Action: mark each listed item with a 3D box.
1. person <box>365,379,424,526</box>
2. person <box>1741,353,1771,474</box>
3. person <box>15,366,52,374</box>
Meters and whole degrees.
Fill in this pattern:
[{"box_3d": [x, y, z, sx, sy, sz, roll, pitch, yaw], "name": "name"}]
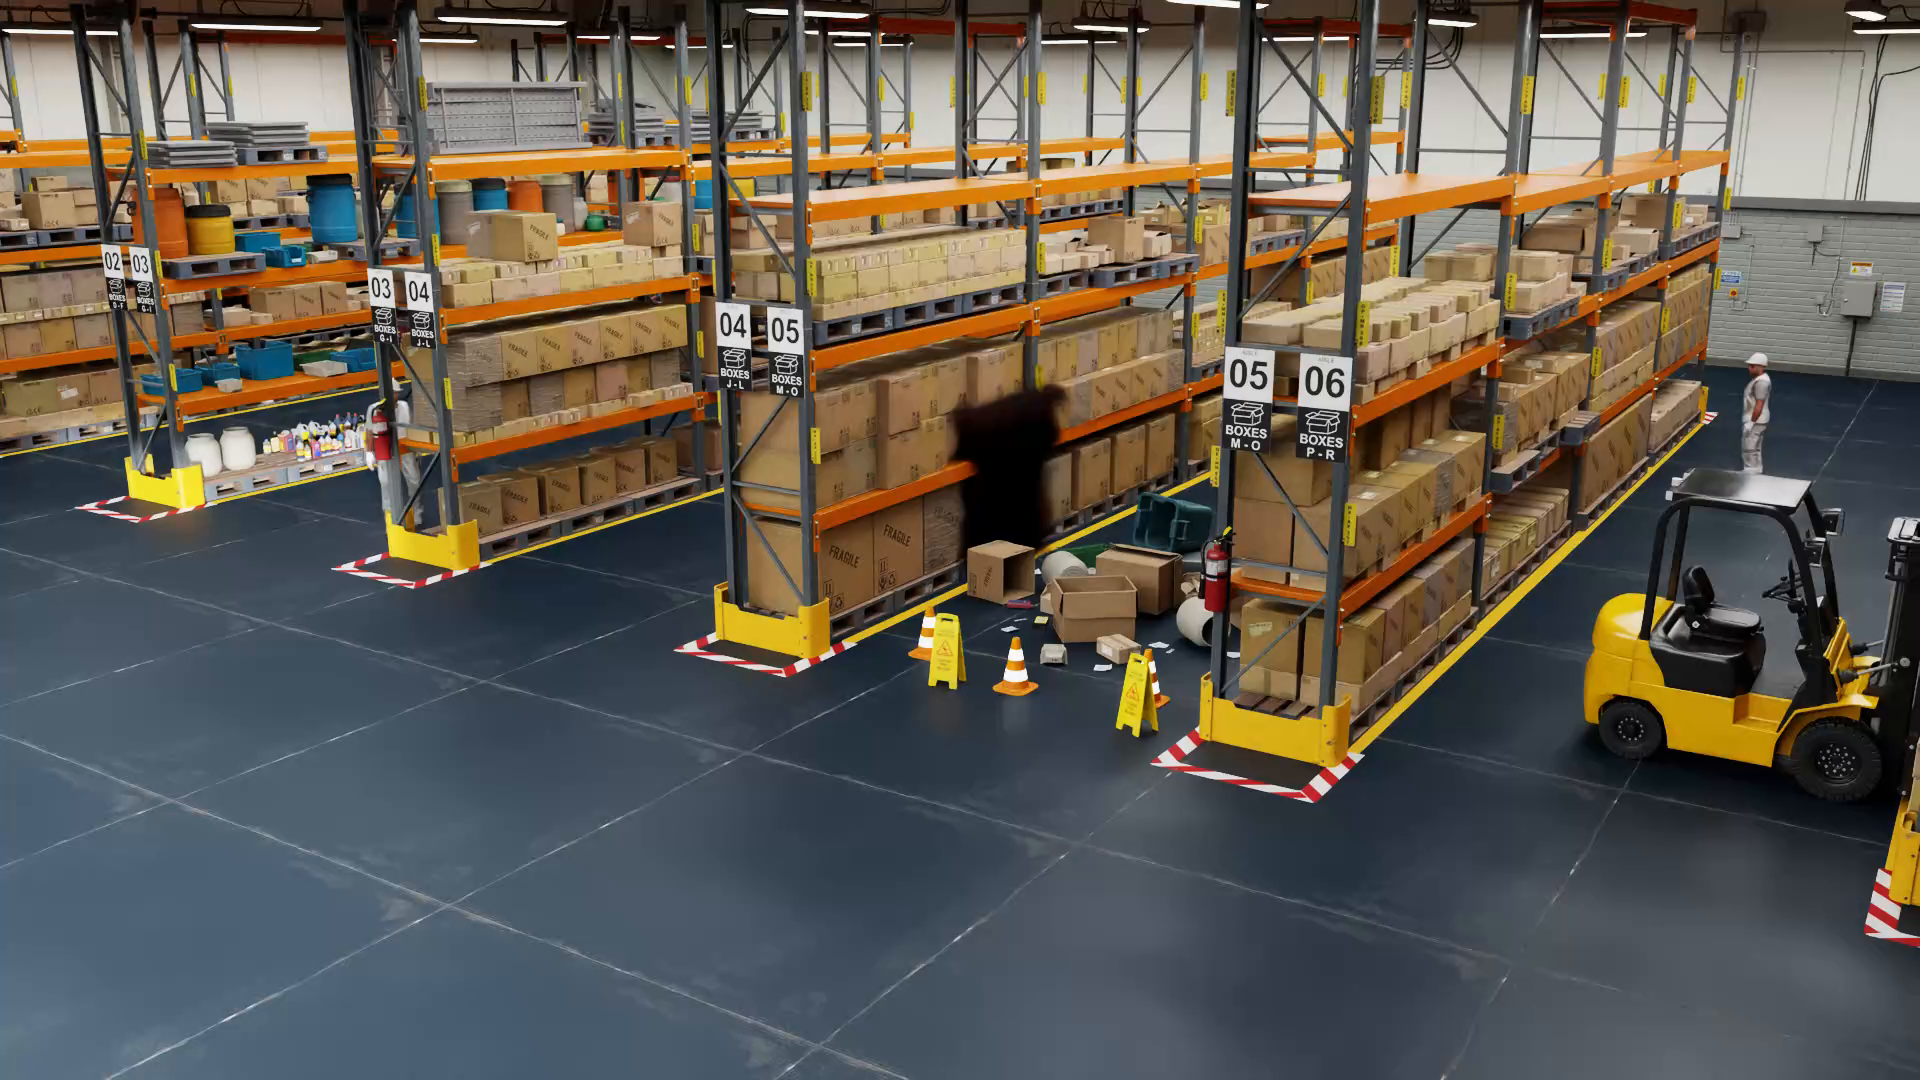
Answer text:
[{"box_3d": [-6.661, -1.014, 19.563, 0.634, 1.789, 0.508, -8, 17, -26], "name": "person"}, {"box_3d": [10.099, -1.484, 21.175, 0.364, 1.788, 0.565, 11, 19, 34], "name": "person"}, {"box_3d": [-14.350, -2.684, 25.744, 0.536, 1.812, 0.559, -6, 17, -22], "name": "person"}]
